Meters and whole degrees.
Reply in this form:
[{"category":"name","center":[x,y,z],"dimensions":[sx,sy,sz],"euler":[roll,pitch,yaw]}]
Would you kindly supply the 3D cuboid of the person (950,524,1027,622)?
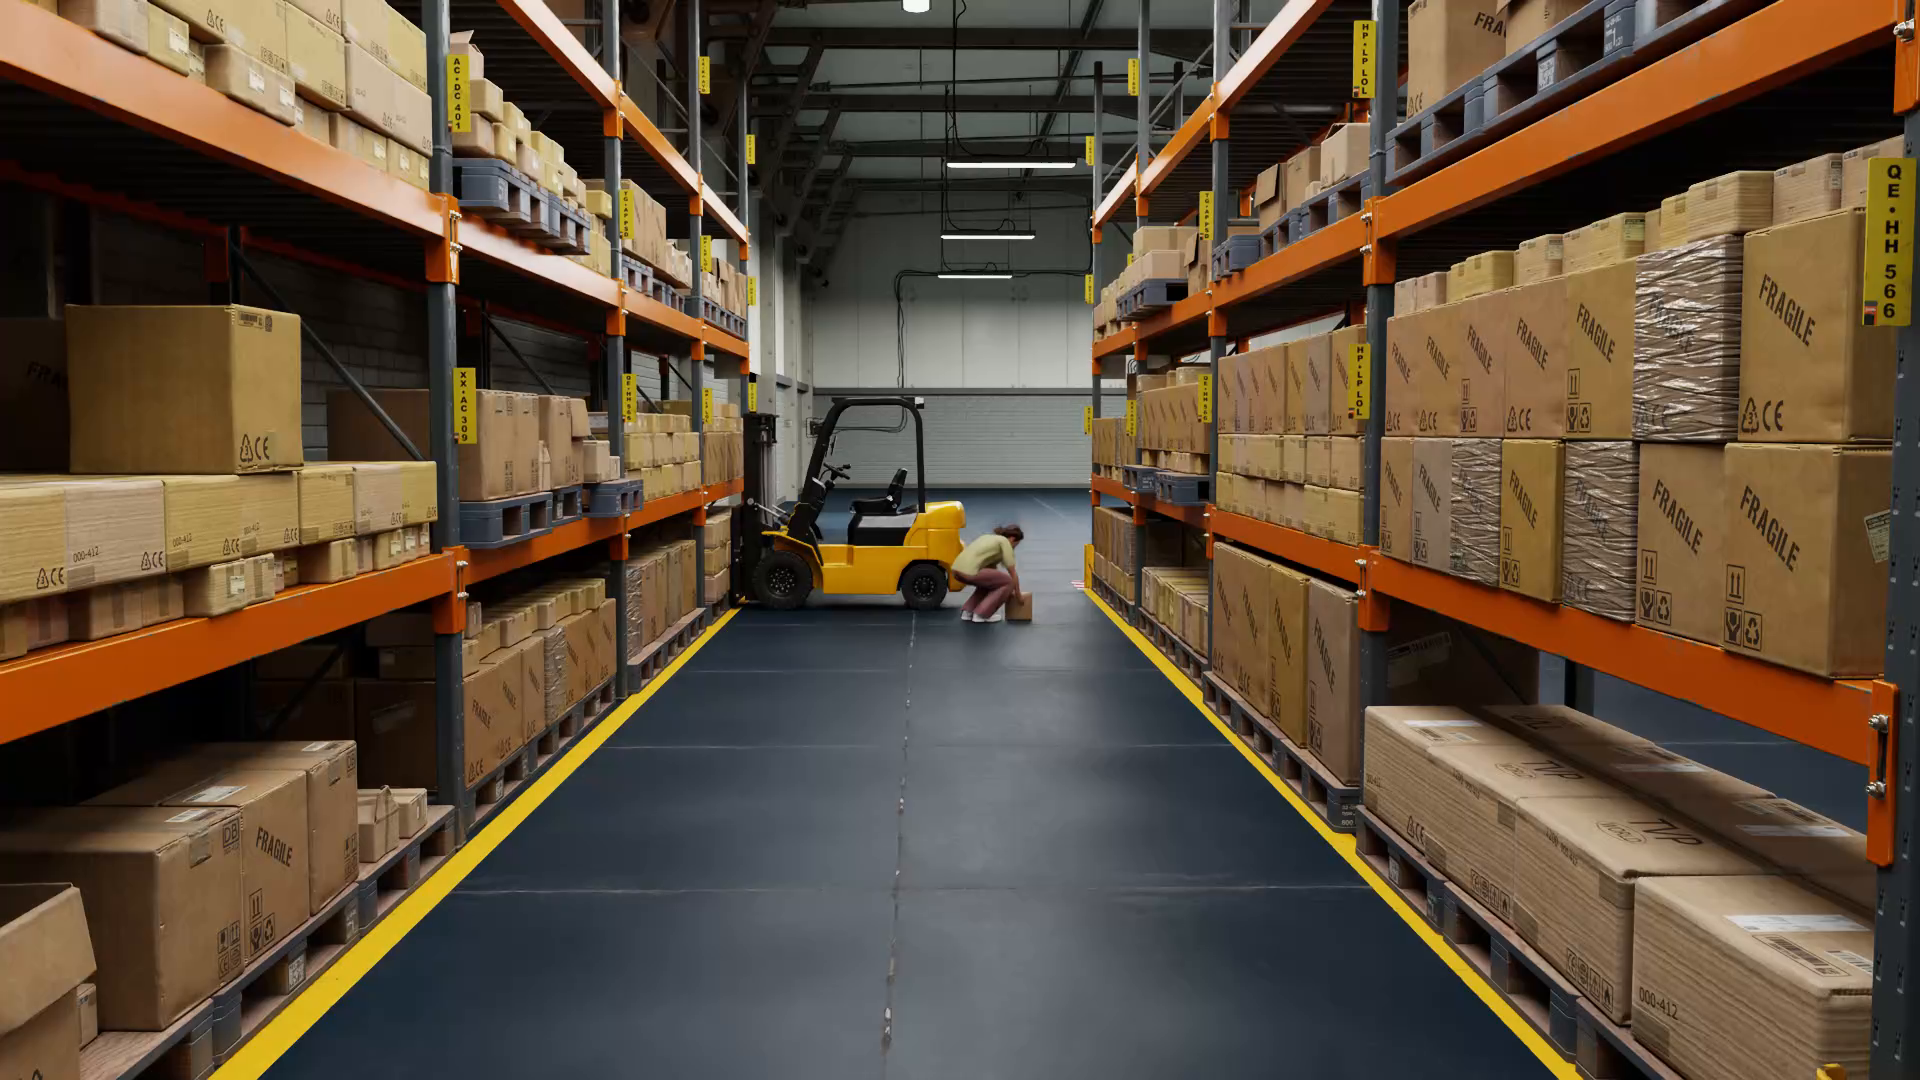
[{"category":"person","center":[0.281,0.316,15.983],"dimensions":[0.796,0.911,0.491],"euler":[-2,4,-31]}]
